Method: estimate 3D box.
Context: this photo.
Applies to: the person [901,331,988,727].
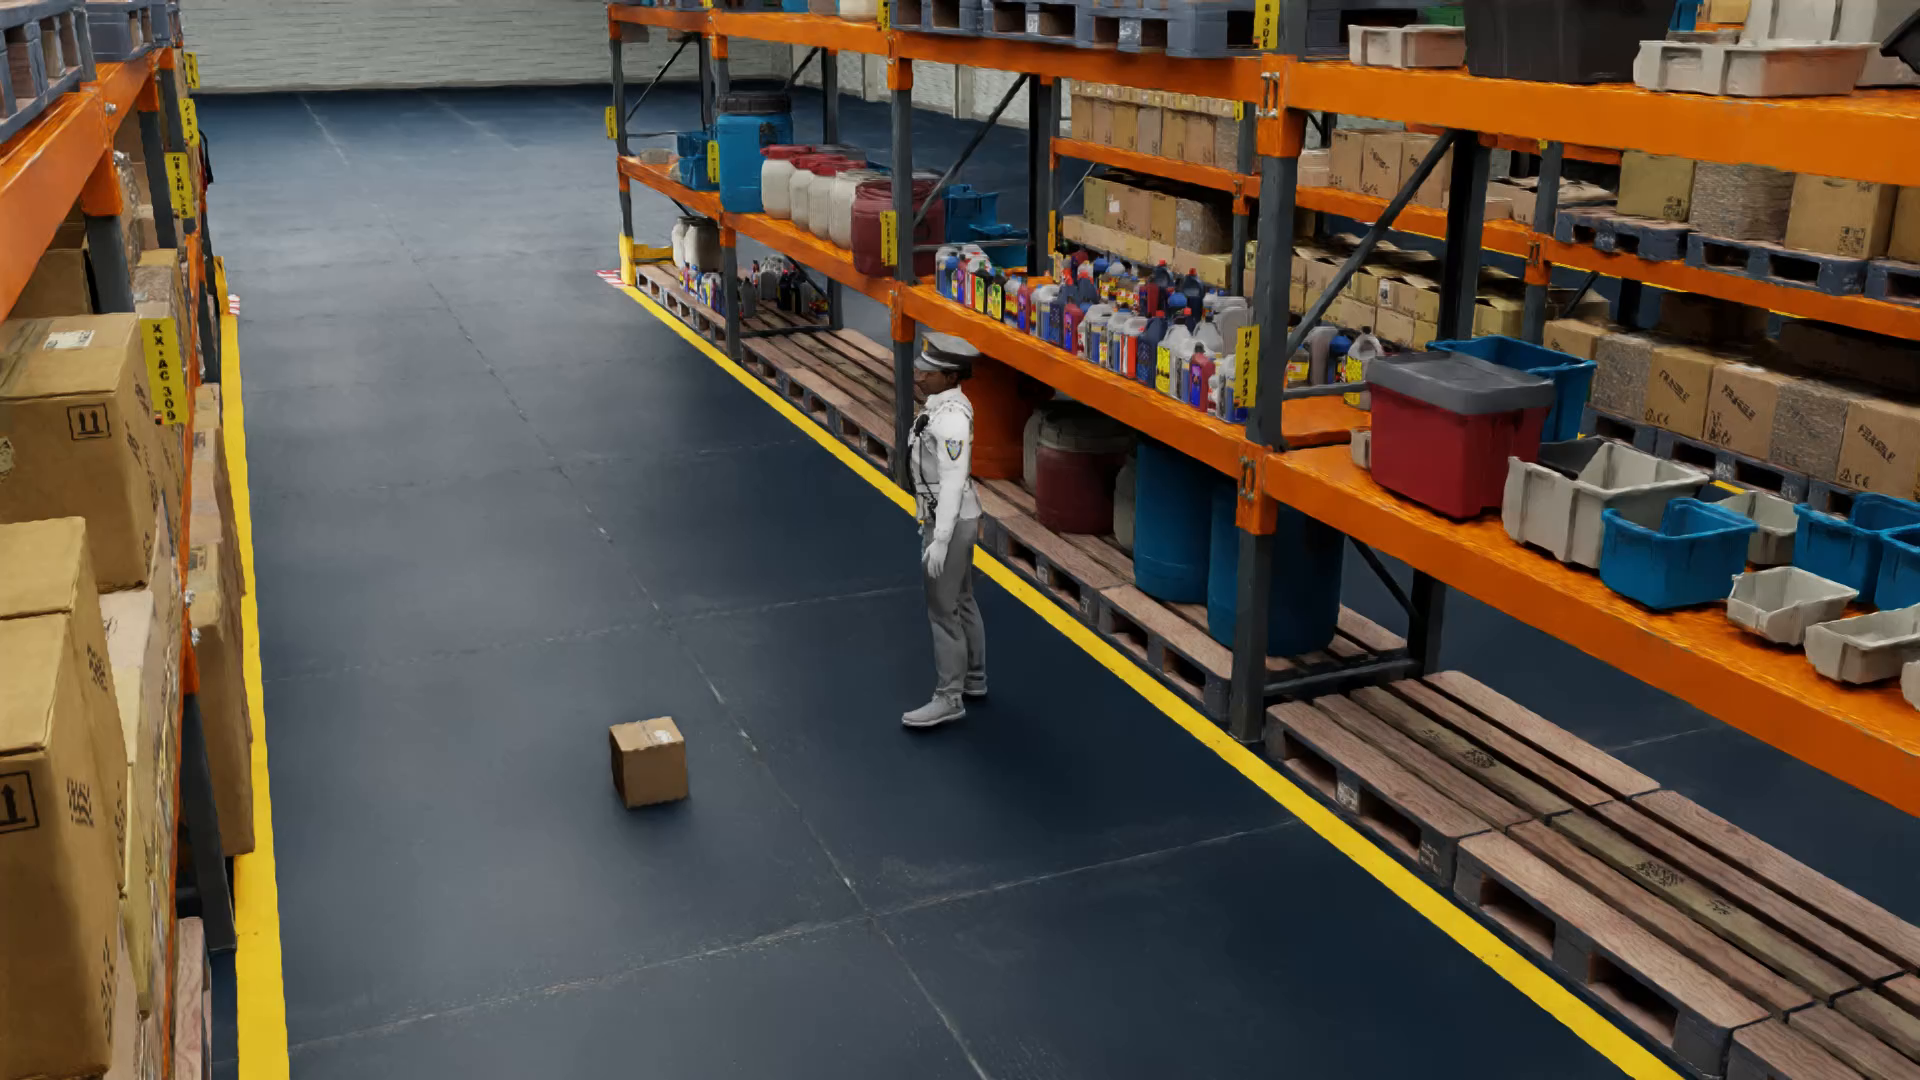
[{"bbox_3d":[-0.063,-0.059,7.134,0.369,1.682,0.589,1,19,2],"label":"person"}]
